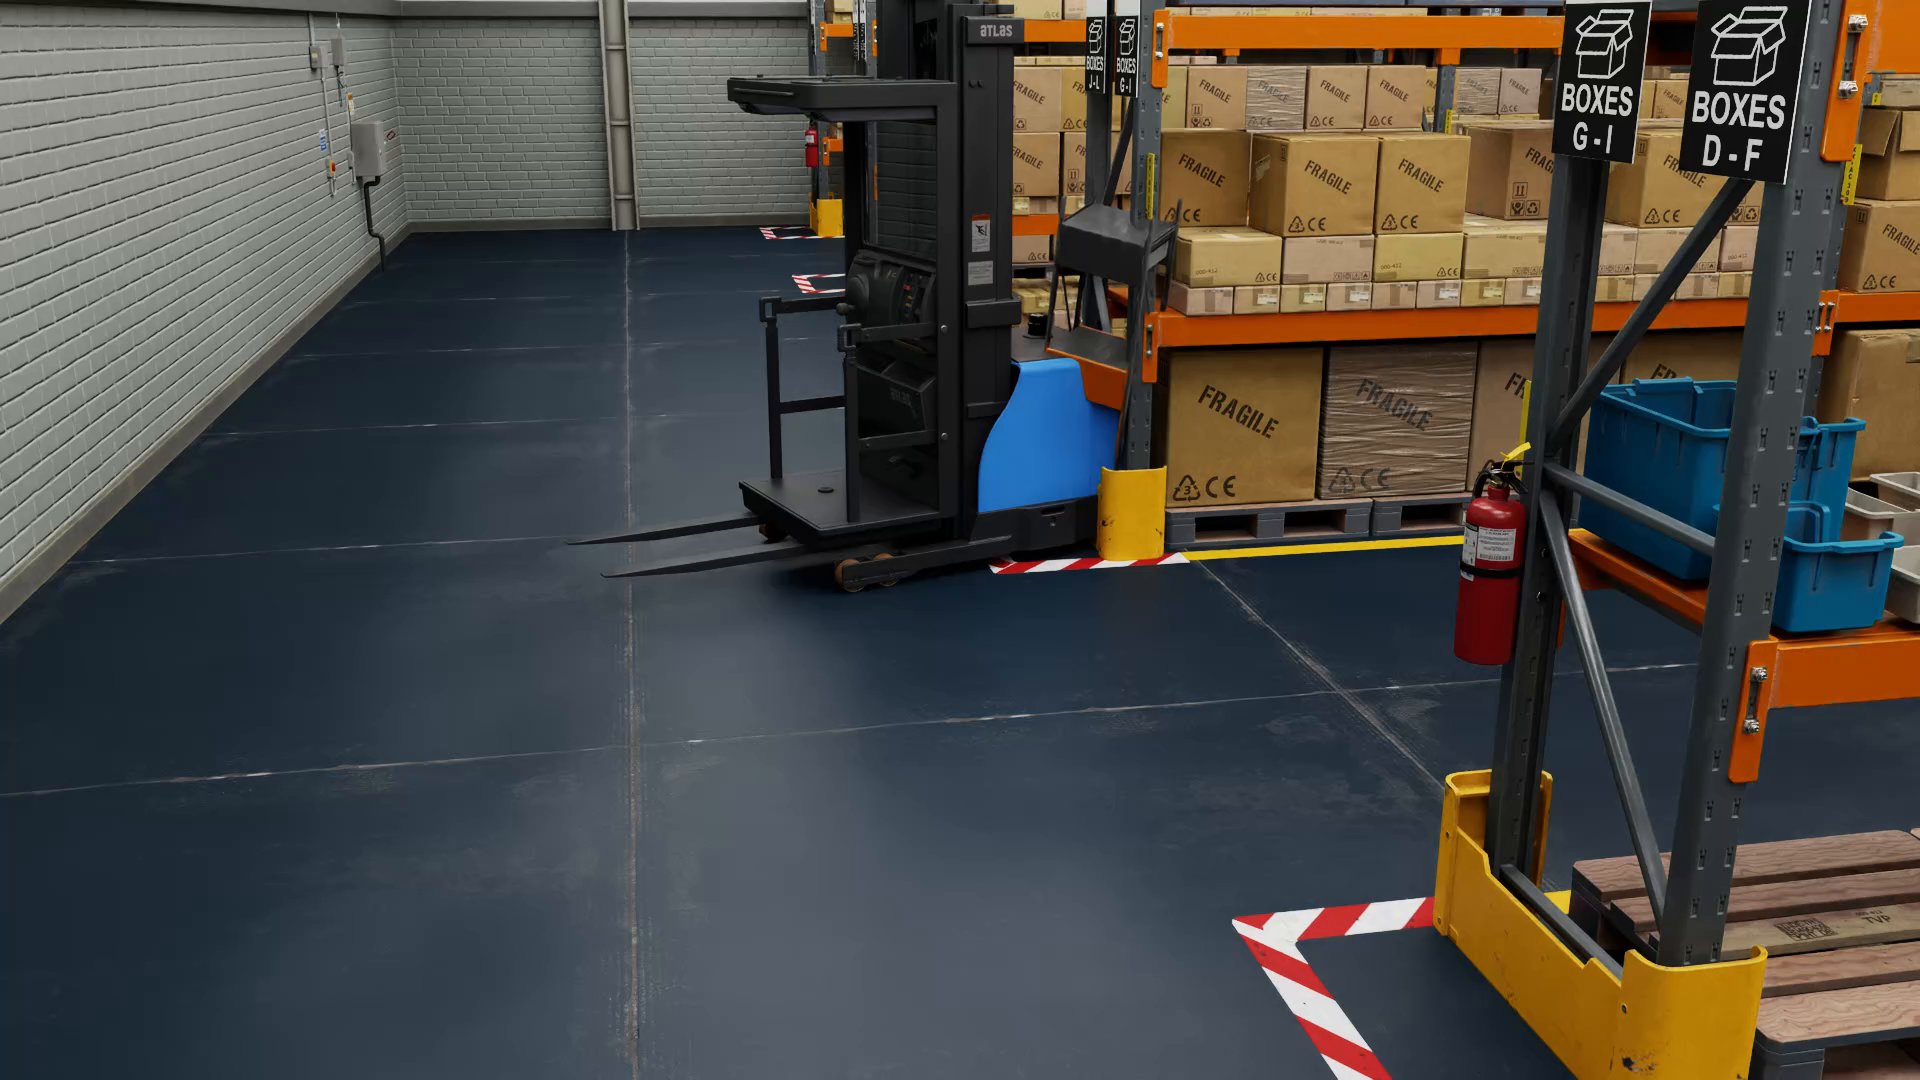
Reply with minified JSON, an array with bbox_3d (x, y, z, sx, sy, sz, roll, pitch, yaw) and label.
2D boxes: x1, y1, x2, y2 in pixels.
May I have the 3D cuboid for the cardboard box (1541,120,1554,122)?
[{"bbox_3d":[5.321,-3.653,14.796,0.250,0.149,0.380,-4,17,-12],"label":"cardboard box"}]

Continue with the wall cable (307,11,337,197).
[{"bbox_3d":[-6.551,-4.531,17.172,0.123,1.953,0.585,-3,17,-10],"label":"wall cable"}]

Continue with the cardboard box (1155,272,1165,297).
[{"bbox_3d":[1.148,-1.489,9.480,0.250,0.149,0.380,-3,17,-9],"label":"cardboard box"}]

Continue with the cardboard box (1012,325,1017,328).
[{"bbox_3d":[0.594,-1.705,13.894,0.250,0.149,0.380,-3,17,-9],"label":"cardboard box"}]

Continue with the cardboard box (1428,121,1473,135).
[{"bbox_3d":[4.304,-3.597,14.612,0.250,0.149,0.380,-2,17,-8],"label":"cardboard box"}]

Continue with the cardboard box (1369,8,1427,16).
[{"bbox_3d":[3.516,-4.410,13.707,0.500,0.250,0.500,-3,17,-9],"label":"cardboard box"}]

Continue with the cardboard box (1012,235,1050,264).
[{"bbox_3d":[0.507,-3.446,19.072,0.875,0.438,0.875,-3,17,-9],"label":"cardboard box"}]

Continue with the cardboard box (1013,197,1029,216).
[{"bbox_3d":[0.400,-2.734,13.531,0.250,0.149,0.380,-3,17,-11],"label":"cardboard box"}]

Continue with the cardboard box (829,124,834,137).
[{"bbox_3d":[-1.690,-5.758,23.377,0.250,0.149,0.380,-3,17,-11],"label":"cardboard box"}]

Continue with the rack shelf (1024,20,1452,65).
[{"bbox_3d":[1.983,-4.132,13.771,4.000,0.370,1.077,-3,17,-10],"label":"rack shelf"}]

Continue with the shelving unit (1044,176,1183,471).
[{"bbox_3d":[0.747,-0.851,9.013,0.503,2.100,0.431,20,34,22],"label":"shelving unit"}]

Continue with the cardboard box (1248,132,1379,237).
[{"bbox_3d":[1.874,-1.900,8.862,0.500,0.500,0.500,-4,17,-12],"label":"cardboard box"}]

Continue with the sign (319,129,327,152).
[{"bbox_3d":[-6.602,-4.143,17.230,0.001,0.218,0.327,-3,17,-10],"label":"sign"}]

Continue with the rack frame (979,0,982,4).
[{"bbox_3d":[0.019,-2.930,13.743,0.127,3.000,1.000,-3,17,-10],"label":"rack frame"}]

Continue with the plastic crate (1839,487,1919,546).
[{"bbox_3d":[2.567,-0.067,4.768,0.243,0.136,0.396,-3,17,-10],"label":"plastic crate"}]

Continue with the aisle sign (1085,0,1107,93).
[{"bbox_3d":[0.733,-2.820,8.956,0.004,0.787,0.394,-3,17,-10],"label":"aisle sign"}]

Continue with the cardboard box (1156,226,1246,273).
[{"bbox_3d":[1.286,-1.669,9.385,0.500,0.250,0.500,-4,17,-11],"label":"cardboard box"}]

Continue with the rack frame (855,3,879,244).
[{"bbox_3d":[-1.019,-4.352,18.371,0.127,3.000,1.000,-3,17,-10],"label":"rack frame"}]

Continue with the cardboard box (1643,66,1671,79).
[{"bbox_3d":[8.389,-5.670,20.167,0.250,0.149,0.380,-4,18,-13],"label":"cardboard box"}]

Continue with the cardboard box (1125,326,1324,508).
[{"bbox_3d":[1.474,-0.738,9.511,0.875,0.875,0.875,-3,17,-10],"label":"cardboard box"}]

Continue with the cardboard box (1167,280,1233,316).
[{"bbox_3d":[1.272,-1.299,8.861,0.250,0.149,0.380,-3,17,-10],"label":"cardboard box"}]

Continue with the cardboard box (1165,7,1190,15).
[{"bbox_3d":[1.530,-4.304,13.363,0.500,0.250,0.500,-4,17,-12],"label":"cardboard box"}]

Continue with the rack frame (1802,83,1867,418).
[{"bbox_3d":[4.788,-1.717,9.795,0.127,3.000,1.000,-3,17,-10],"label":"rack frame"}]

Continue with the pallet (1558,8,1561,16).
[{"bbox_3d":[5.591,-4.559,14.258,1.003,0.211,1.213,-3,17,-10],"label":"pallet"}]

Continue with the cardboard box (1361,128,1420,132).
[{"bbox_3d":[3.525,-3.235,14.057,0.500,0.500,0.500,-3,17,-10],"label":"cardboard box"}]

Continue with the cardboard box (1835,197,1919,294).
[{"bbox_3d":[5.287,-1.719,9.629,0.500,0.500,0.500,-3,17,-10],"label":"cardboard box"}]

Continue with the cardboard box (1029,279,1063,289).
[{"bbox_3d":[0.749,-2.152,14.338,0.250,0.149,0.380,-3,17,-9],"label":"cardboard box"}]

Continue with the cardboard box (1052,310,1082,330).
[{"bbox_3d":[0.862,-1.864,13.907,0.250,0.149,0.380,-3,17,-11],"label":"cardboard box"}]

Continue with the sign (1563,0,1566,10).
[{"bbox_3d":[1.680,-1.608,4.509,0.005,0.325,0.100,-3,17,-10],"label":"sign"}]

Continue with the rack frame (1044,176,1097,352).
[{"bbox_3d":[0.534,-0.926,9.105,0.015,2.100,0.400,20,34,22],"label":"rack frame"}]

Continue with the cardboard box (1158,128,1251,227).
[{"bbox_3d":[1.289,-2.027,9.273,0.500,0.500,0.500,-3,17,-10],"label":"cardboard box"}]

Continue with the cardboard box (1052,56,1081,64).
[{"bbox_3d":[1.161,-5.230,18.253,0.250,0.149,0.380,-3,17,-10],"label":"cardboard box"}]

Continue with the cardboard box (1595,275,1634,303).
[{"bbox_3d":[3.541,-1.429,9.282,0.250,0.149,0.380,-3,17,-9],"label":"cardboard box"}]

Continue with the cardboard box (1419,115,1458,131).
[{"bbox_3d":[5.407,-4.800,19.235,0.500,0.250,0.500,-4,17,-12],"label":"cardboard box"}]

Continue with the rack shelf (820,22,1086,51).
[{"bbox_3d":[-0.001,-6.984,23.056,4.000,0.370,1.077,-3,17,-10],"label":"rack shelf"}]

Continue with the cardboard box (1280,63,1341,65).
[{"bbox_3d":[2.951,-3.833,14.302,0.500,0.500,0.500,-4,17,-12],"label":"cardboard box"}]

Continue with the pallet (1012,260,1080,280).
[{"bbox_3d":[0.947,-3.153,19.216,1.213,0.211,1.003,-3,17,-10],"label":"pallet"}]

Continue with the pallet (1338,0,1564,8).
[{"bbox_3d":[2.788,-2.999,9.011,1.213,0.211,1.003,-3,17,-10],"label":"pallet"}]

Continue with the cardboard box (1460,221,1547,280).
[{"bbox_3d":[2.898,-1.602,9.169,0.500,0.250,0.500,-4,17,-12],"label":"cardboard box"}]

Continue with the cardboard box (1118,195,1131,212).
[{"bbox_3d":[1.415,-2.821,13.816,0.250,0.149,0.380,-3,17,-11],"label":"cardboard box"}]

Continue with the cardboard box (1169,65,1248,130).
[{"bbox_3d":[2.019,-3.628,13.637,0.500,0.500,0.500,-4,17,-12],"label":"cardboard box"}]

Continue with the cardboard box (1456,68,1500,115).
[{"bbox_3d":[5.876,-5.188,19.220,0.500,0.500,0.500,-3,17,-9],"label":"cardboard box"}]

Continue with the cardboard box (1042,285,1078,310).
[{"bbox_3d":[0.846,-2.034,13.951,0.250,0.149,0.380,-3,17,-9],"label":"cardboard box"}]

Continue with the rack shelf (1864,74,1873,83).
[{"bbox_3d":[6.752,-2.919,9.823,4.000,0.370,1.077,-3,17,-10],"label":"rack shelf"}]

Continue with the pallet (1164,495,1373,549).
[{"bbox_3d":[1.631,-0.229,9.697,1.213,0.211,1.003,-3,17,-10],"label":"pallet"}]

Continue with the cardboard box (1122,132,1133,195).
[{"bbox_3d":[1.517,-3.126,13.705,0.500,0.500,0.500,-3,17,-10],"label":"cardboard box"}]

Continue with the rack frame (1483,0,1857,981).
[{"bbox_3d":[1.801,-0.067,4.421,0.127,3.000,1.000,-3,17,-10],"label":"rack frame"}]

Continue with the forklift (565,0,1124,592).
[{"bbox_3d":[-0.545,-1.313,8.594,3.031,2.935,1.130,-9,19,-28],"label":"forklift"}]

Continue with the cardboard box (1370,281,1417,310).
[{"bbox_3d":[2.281,-1.357,9.049,0.250,0.149,0.380,-4,17,-12],"label":"cardboard box"}]

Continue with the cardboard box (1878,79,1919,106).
[{"bbox_3d":[8.317,-3.924,15.104,0.500,0.500,0.700,-3,17,-11],"label":"cardboard box"}]

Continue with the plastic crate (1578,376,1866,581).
[{"bbox_3d":[2.094,-0.185,4.643,0.499,0.435,0.616,-3,17,-10],"label":"plastic crate"}]

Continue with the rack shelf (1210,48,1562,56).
[{"bbox_3d":[4.872,-5.776,19.124,4.000,0.370,1.077,-3,17,-10],"label":"rack shelf"}]
